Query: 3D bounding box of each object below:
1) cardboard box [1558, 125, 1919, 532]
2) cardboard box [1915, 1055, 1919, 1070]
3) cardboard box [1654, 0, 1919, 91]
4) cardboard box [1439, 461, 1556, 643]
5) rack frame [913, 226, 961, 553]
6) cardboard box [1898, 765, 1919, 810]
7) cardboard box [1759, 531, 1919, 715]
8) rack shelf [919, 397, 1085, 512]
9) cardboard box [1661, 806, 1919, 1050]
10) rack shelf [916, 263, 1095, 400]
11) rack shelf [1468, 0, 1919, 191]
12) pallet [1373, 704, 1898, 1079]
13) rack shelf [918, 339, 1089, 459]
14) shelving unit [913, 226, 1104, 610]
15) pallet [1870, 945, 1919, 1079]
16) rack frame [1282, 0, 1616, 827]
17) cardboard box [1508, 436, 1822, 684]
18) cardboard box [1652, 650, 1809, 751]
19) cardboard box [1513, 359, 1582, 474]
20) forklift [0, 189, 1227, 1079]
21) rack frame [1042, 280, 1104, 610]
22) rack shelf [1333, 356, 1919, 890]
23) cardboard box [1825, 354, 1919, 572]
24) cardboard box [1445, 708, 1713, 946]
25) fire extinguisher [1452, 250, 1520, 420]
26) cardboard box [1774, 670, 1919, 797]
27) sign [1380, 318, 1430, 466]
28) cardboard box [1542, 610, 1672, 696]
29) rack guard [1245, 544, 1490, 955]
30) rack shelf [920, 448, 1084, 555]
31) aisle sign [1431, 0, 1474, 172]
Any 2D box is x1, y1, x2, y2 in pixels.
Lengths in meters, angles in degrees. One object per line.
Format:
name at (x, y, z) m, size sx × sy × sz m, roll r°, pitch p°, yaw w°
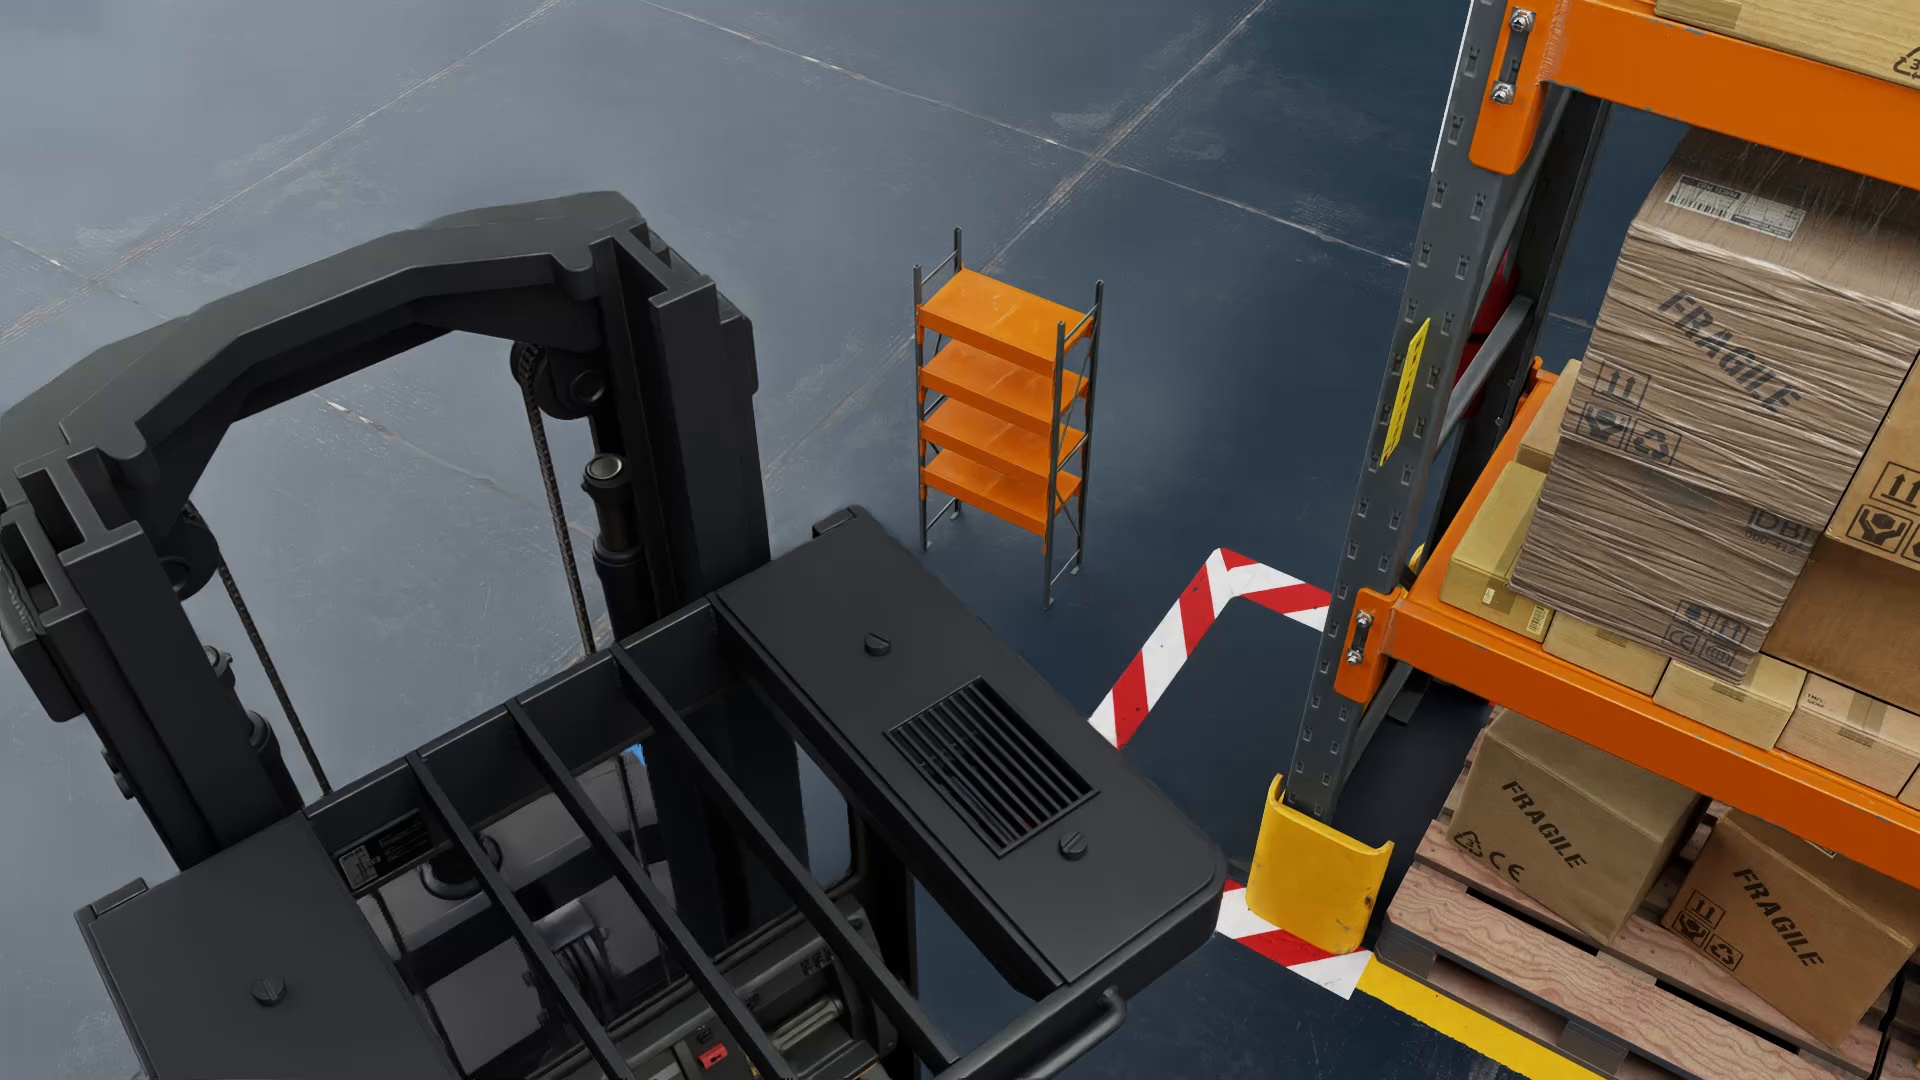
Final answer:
cardboard box at (1.502, -0.430, 3.102) m, size 0.500 × 0.500 × 0.500 m, roll 25°, pitch 51°, yaw 22°
cardboard box at (2.741, 1.121, 4.019) m, size 0.500 × 0.500 × 0.500 m, roll 29°, pitch 53°, yaw 25°
cardboard box at (1.452, -0.971, 2.615) m, size 0.500 × 0.250 × 0.500 m, roll 26°, pitch 51°, yaw 23°
cardboard box at (1.298, 0.022, 3.813) m, size 0.250 × 0.149 × 0.380 m, roll 25°, pitch 51°, yaw 22°
rack frame at (-0.066, -0.449, 5.349) m, size 0.015 × 1.200 × 0.240 m, roll 25°, pitch 51°, yaw 22°
cardboard box at (2.128, 0.421, 3.424) m, size 0.250 × 0.149 × 0.380 m, roll 25°, pitch 51°, yaw 22°
cardboard box at (2.120, -0.108, 3.486) m, size 0.500 × 0.500 × 0.875 m, roll 25°, pitch 51°, yaw 22°
rack shelf at (0.139, -0.307, 5.306) m, size 0.480 × 0.148 × 0.258 m, roll 25°, pitch 51°, yaw 22°
cardboard box at (2.225, 0.867, 4.266) m, size 0.500 × 0.500 × 0.500 m, roll -33°, pitch 54°, yaw -28°
rack shelf at (0.139, -0.628, 4.976) m, size 0.480 × 0.148 × 0.258 m, roll 25°, pitch 51°, yaw 22°
rack shelf at (2.870, -0.341, 2.399) m, size 4.000 × 0.370 × 1.077 m, roll 25°, pitch 51°, yaw 22°
pallet at (1.915, 1.017, 4.615) m, size 1.213 × 0.211 × 1.003 m, roll 25°, pitch 51°, yaw 22°
rack shelf at (0.139, -0.463, 5.145) m, size 0.480 × 0.148 × 0.258 m, roll 25°, pitch 51°, yaw 22°
shelving unit at (0.139, -0.354, 5.257) m, size 0.503 × 1.200 × 0.258 m, roll 25°, pitch 51°, yaw 22°
pallet at (2.938, 1.490, 4.155) m, size 1.213 × 0.211 × 1.003 m, roll 25°, pitch 51°, yaw 22°
rack frame at (1.186, -0.320, 3.970) m, size 0.127 × 3.000 × 1.000 m, roll 25°, pitch 51°, yaw 22°
cardboard box at (1.635, -0.229, 3.604) m, size 0.500 × 0.500 × 0.875 m, roll 25°, pitch 51°, yaw 22°
cardboard box at (1.700, 0.236, 3.604) m, size 0.250 × 0.149 × 0.380 m, roll 25°, pitch 51°, yaw 22°
cardboard box at (1.538, -0.247, 4.074) m, size 0.250 × 0.149 × 0.380 m, roll 25°, pitch 51°, yaw 22°
forklift at (-0.382, 1.071, 2.665) m, size 1.130 × 2.935 × 3.031 m, roll -29°, pitch 52°, yaw -25°
rack frame at (0.345, -0.260, 5.166) m, size 0.015 × 1.200 × 0.240 m, roll 25°, pitch 51°, yaw 22°
rack shelf at (2.870, 0.705, 3.475) m, size 4.000 × 0.370 × 1.077 m, roll 25°, pitch 51°, yaw 22°
cardboard box at (1.919, -0.232, 2.909) m, size 0.500 × 0.500 × 0.500 m, roll 25°, pitch 51°, yaw 22°
cardboard box at (1.703, 0.656, 4.471) m, size 0.500 × 0.500 × 0.500 m, roll 34°, pitch 55°, yaw 29°
fire extinguisher at (1.339, -0.616, 4.311) m, size 0.183 × 0.674 × 0.296 m, roll 25°, pitch 51°, yaw 22°
cardboard box at (1.922, 0.320, 3.523) m, size 0.250 × 0.149 × 0.380 m, roll 25°, pitch 51°, yaw 22°
sign at (0.894, -0.294, 3.341) m, size 0.005 × 0.325 × 0.100 m, roll 25°, pitch 51°, yaw 22°
cardboard box at (1.498, 0.130, 3.707) m, size 0.250 × 0.149 × 0.380 m, roll 25°, pitch 51°, yaw 22°
rack guard at (1.250, 0.580, 4.838) m, size 0.348 × 0.500 × 1.175 m, roll 25°, pitch 51°, yaw 22°
rack shelf at (0.139, -0.169, 5.448) m, size 0.480 × 0.148 × 0.258 m, roll 25°, pitch 51°, yaw 22°
aisle sign at (0.972, -1.069, 2.885) m, size 0.004 × 0.787 × 0.394 m, roll 25°, pitch 51°, yaw 22°
